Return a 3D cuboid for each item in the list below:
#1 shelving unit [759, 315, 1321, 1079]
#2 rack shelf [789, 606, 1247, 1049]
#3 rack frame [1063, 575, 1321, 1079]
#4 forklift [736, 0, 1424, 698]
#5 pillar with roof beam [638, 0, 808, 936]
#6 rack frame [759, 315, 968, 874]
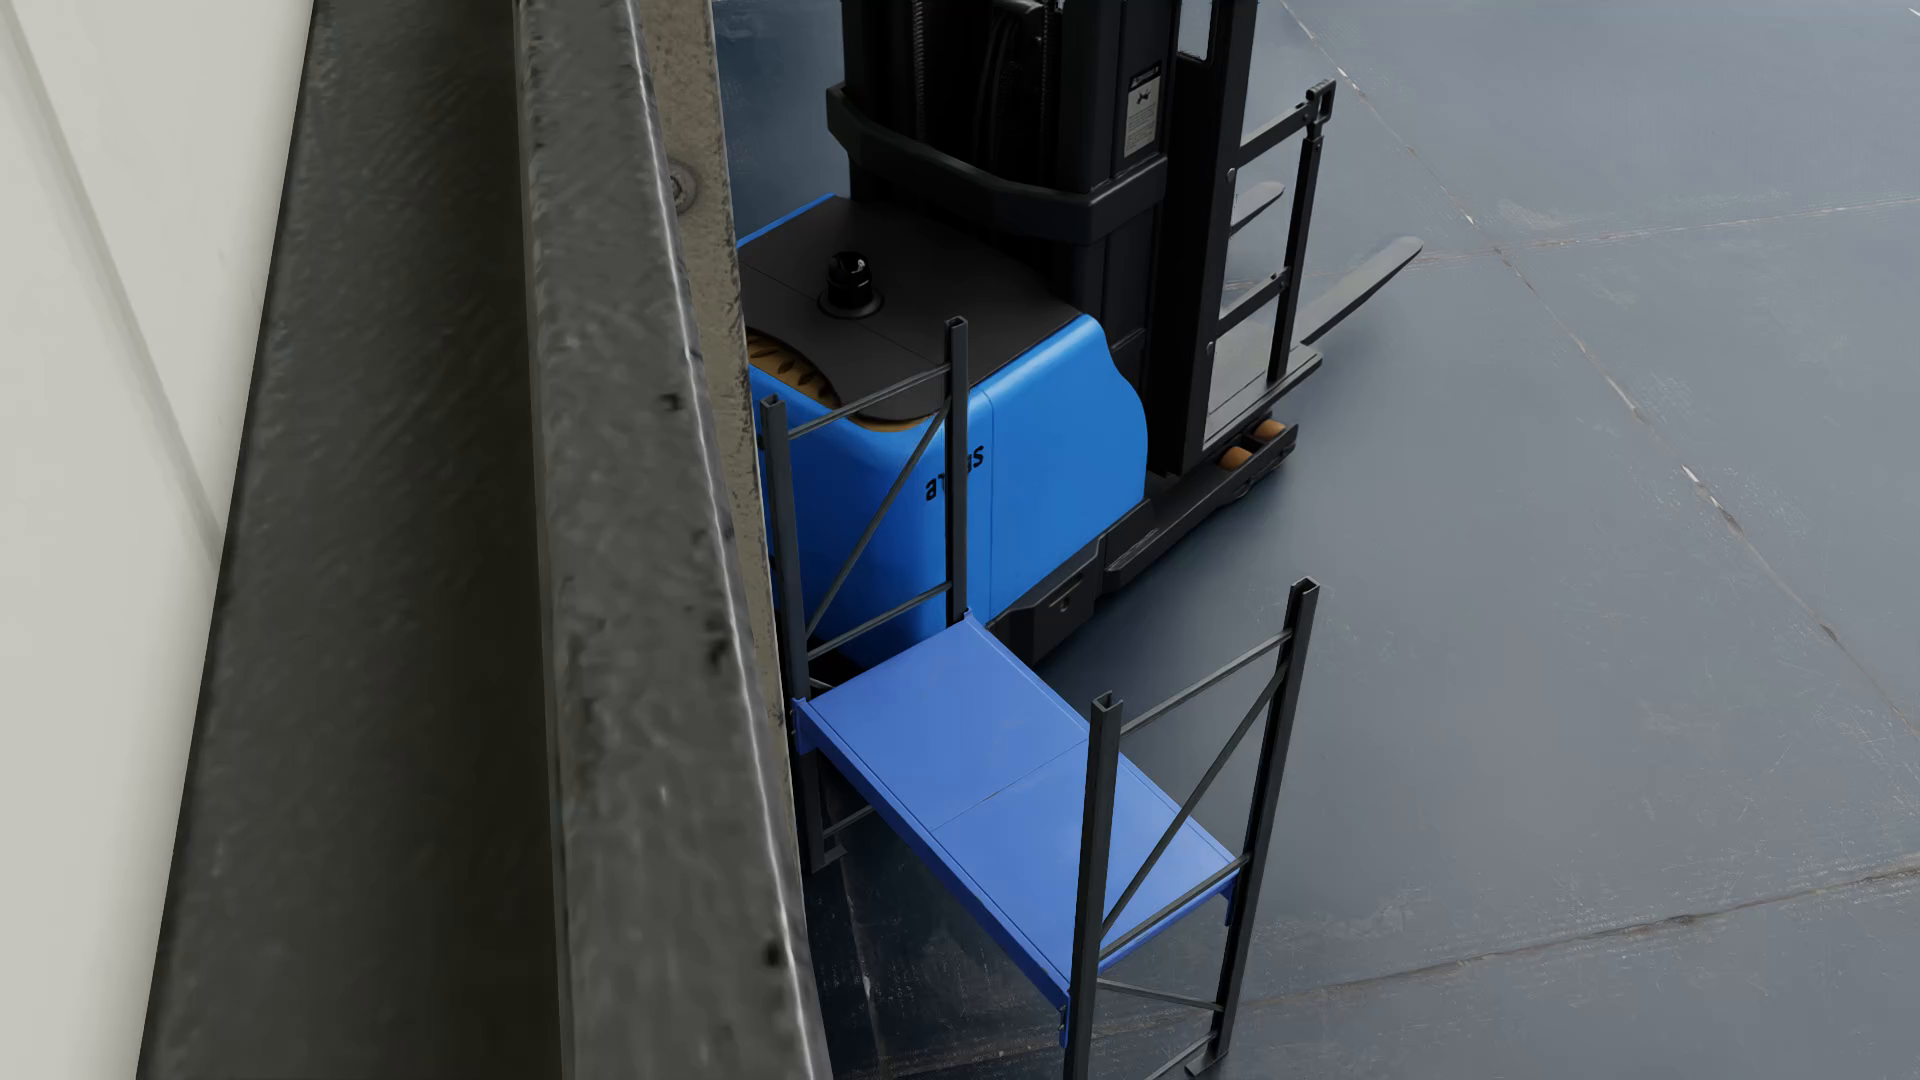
[{"bbox_3d":[0.115,0.461,3.601,0.538,1.500,1.048,-27,48,-27],"label":"shelving unit"},{"bbox_3d":[0.115,0.596,3.720,0.538,0.185,1.000,-27,48,-27],"label":"rack shelf"},{"bbox_3d":[0.422,0.731,3.297,0.500,1.500,0.032,-27,48,-27],"label":"rack frame"},{"bbox_3d":[0.463,-1.434,4.658,1.130,2.935,3.031,31,50,30],"label":"forklift"},{"bbox_3d":[3.726,-2.694,1.507,9.100,9.000,0.400,-8,42,-9],"label":"pillar with roof beam"},{"bbox_3d":[-0.191,0.192,3.904,0.500,1.500,0.032,-27,48,-27],"label":"rack frame"}]
